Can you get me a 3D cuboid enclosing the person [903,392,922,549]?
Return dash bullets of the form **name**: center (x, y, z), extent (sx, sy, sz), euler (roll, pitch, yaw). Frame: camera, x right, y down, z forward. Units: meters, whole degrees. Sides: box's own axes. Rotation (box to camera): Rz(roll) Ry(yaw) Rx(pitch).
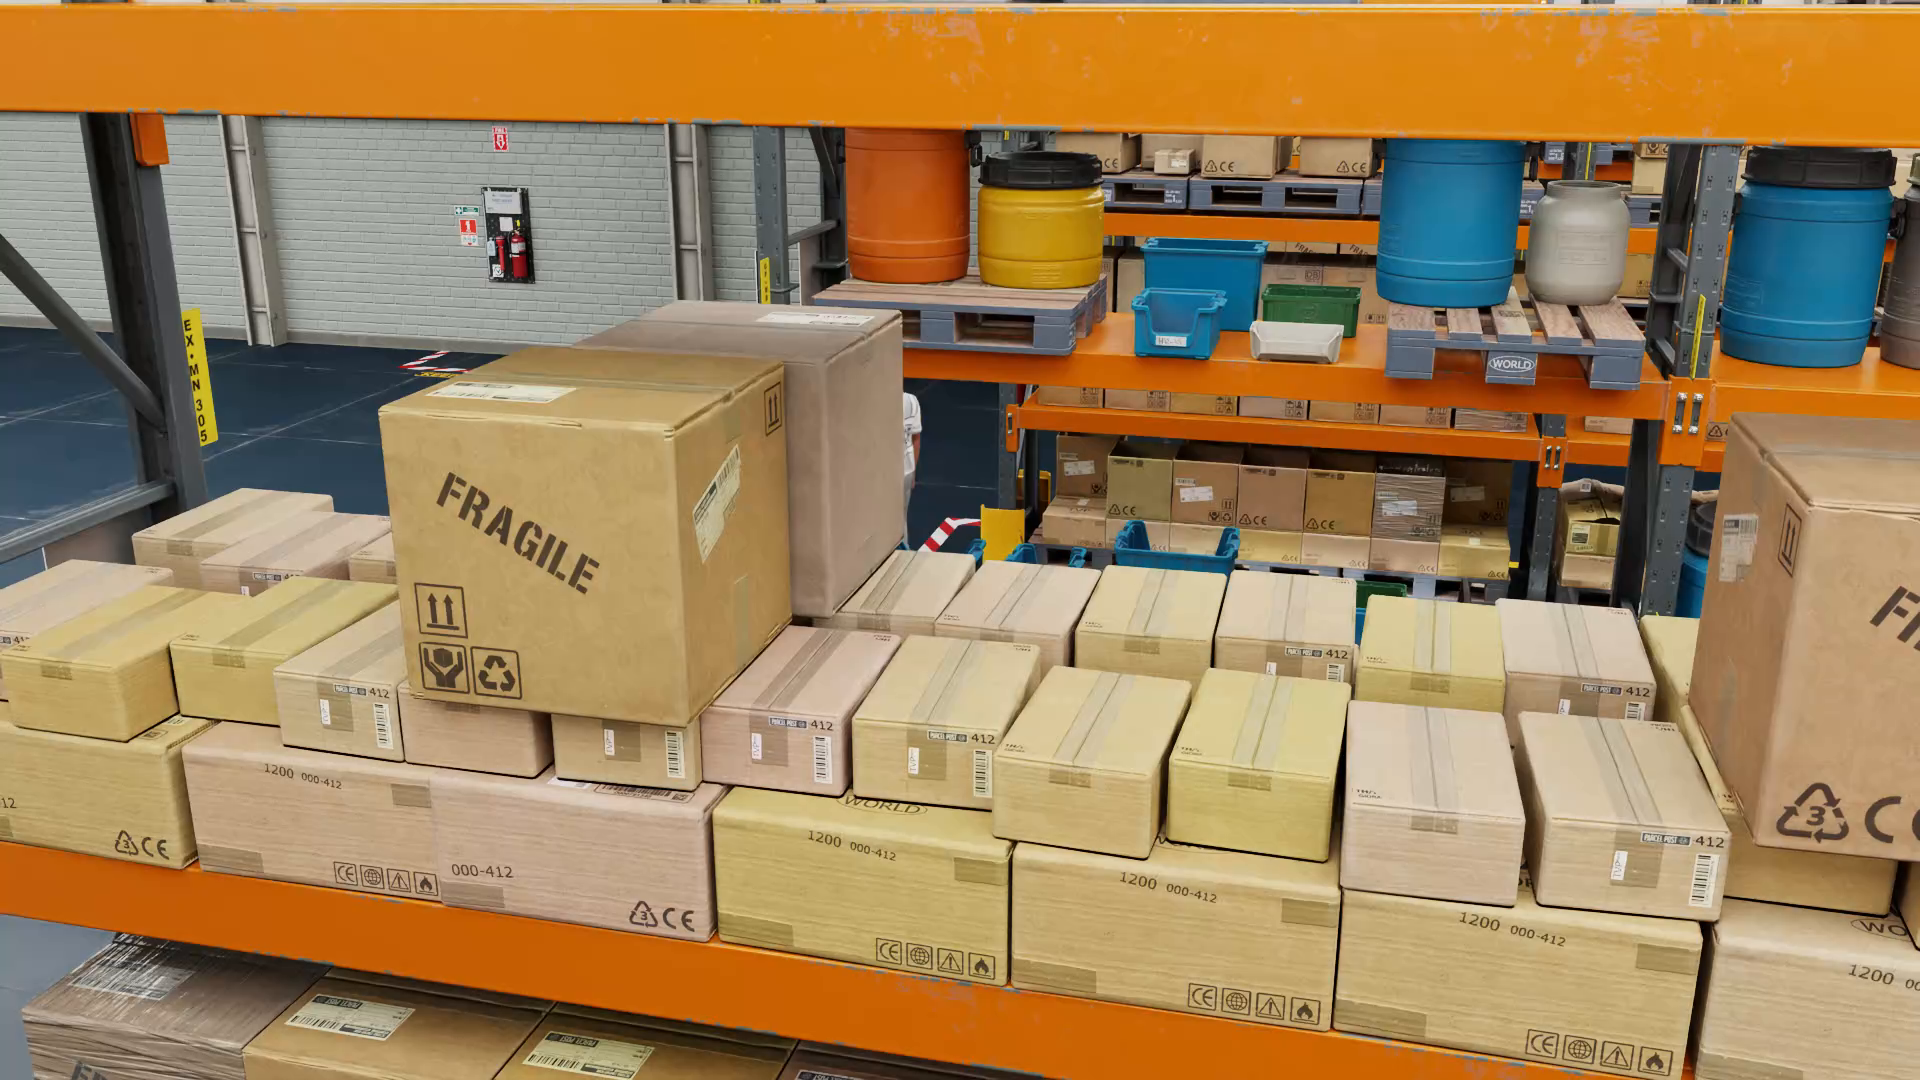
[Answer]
- **person**: center (-0.583, -0.497, 12.535), extent (0.575, 1.785, 0.452), euler (-11, 21, -31)
